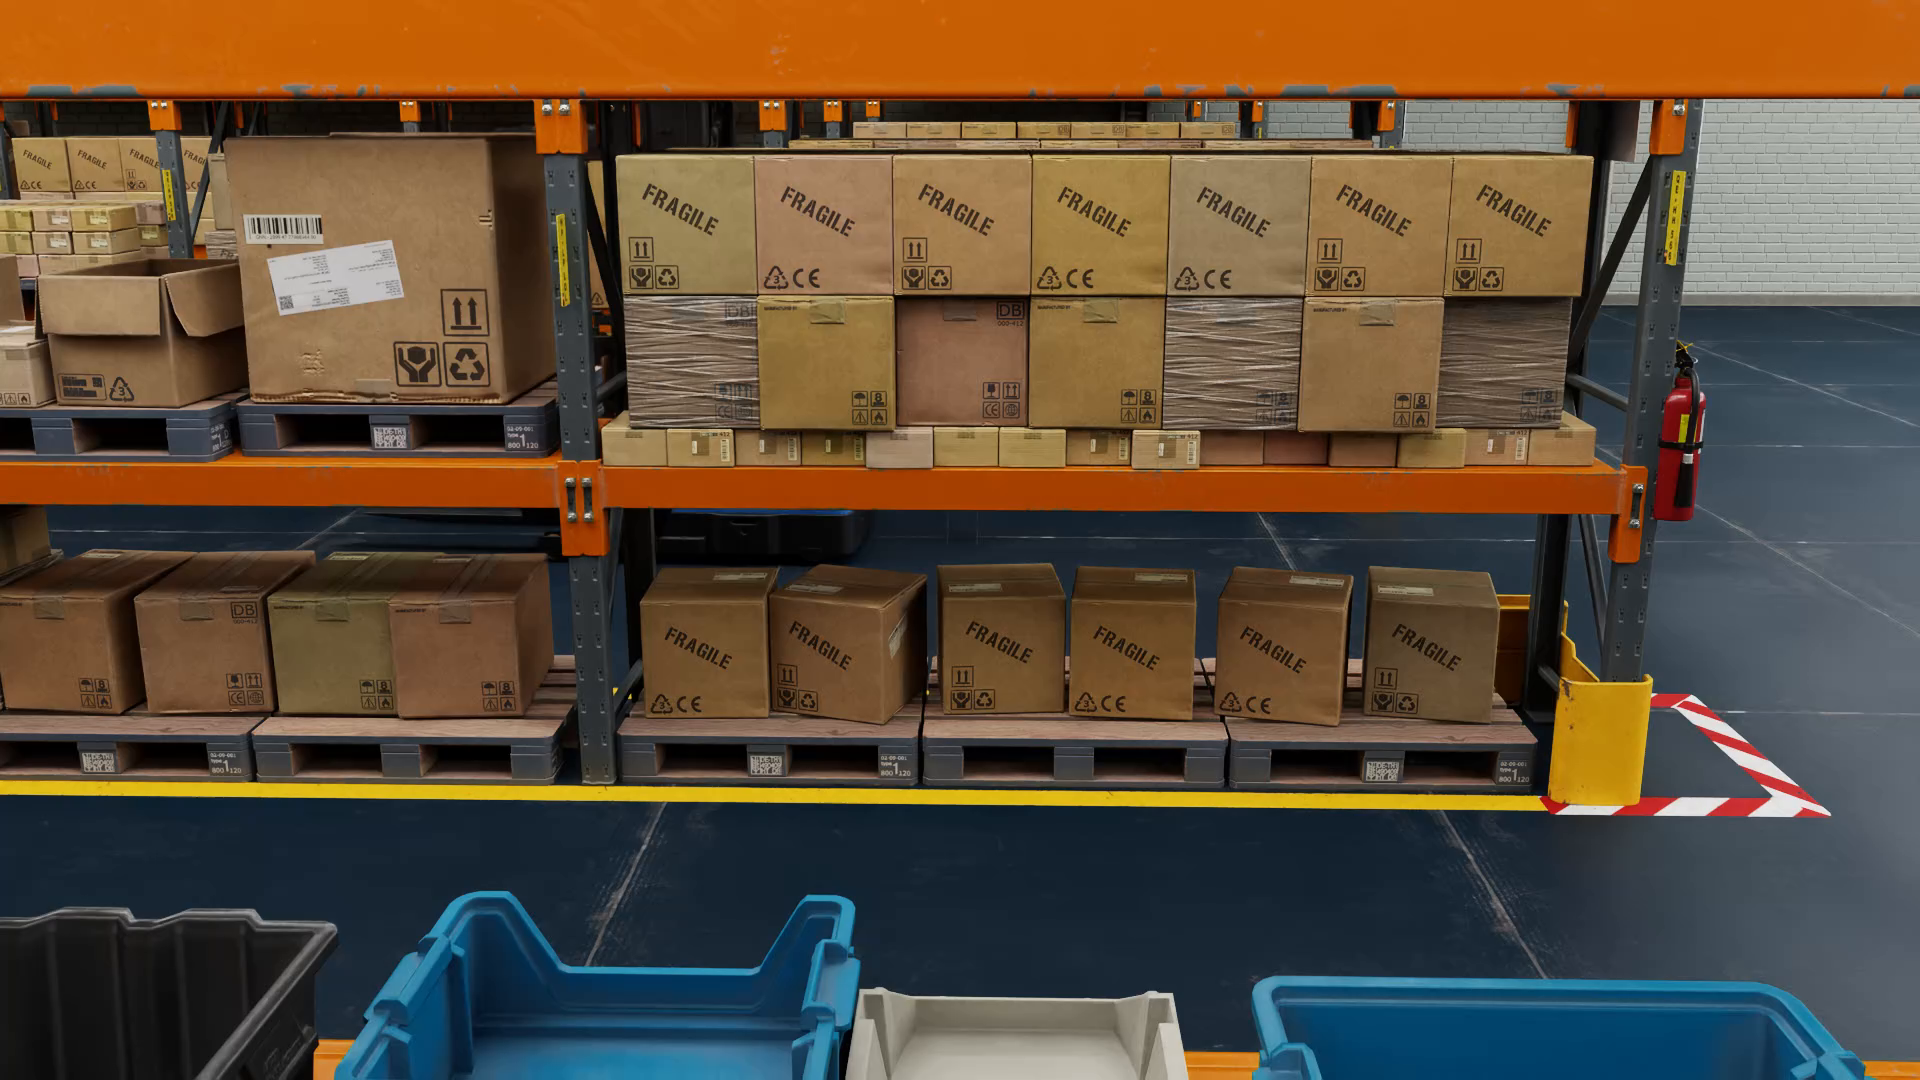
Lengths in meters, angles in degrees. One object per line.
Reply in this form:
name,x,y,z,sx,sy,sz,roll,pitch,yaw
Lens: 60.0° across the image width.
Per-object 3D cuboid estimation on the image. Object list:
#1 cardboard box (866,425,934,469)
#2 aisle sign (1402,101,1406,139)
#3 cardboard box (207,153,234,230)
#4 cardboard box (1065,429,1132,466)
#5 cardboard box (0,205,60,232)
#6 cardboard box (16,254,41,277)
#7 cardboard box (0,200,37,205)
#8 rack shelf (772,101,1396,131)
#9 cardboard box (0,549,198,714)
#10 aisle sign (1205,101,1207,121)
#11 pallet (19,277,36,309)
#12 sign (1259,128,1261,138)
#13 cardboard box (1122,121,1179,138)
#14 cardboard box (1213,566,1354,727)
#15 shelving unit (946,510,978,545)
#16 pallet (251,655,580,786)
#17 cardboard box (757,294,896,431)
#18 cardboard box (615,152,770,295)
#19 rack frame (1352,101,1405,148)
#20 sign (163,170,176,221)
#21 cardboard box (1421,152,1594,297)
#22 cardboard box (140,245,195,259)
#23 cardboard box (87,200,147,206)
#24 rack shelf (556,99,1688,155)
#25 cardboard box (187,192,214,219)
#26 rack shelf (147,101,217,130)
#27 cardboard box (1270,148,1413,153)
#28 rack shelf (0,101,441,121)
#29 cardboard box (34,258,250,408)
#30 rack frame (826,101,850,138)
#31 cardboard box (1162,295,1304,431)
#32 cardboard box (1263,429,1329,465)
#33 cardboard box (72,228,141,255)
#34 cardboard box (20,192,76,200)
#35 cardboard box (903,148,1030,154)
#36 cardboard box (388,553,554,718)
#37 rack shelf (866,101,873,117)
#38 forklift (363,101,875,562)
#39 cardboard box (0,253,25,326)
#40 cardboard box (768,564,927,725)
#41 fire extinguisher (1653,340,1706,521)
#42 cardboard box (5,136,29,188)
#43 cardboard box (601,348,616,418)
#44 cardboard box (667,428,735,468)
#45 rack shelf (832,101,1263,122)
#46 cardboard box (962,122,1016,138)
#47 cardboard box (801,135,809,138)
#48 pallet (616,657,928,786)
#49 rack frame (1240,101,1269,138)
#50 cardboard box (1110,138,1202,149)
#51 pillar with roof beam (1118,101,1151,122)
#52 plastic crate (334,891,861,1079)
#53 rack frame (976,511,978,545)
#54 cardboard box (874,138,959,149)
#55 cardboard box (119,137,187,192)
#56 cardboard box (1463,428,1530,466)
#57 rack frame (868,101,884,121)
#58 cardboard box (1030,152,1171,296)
cardboard box,-0.223,-0.386,6.415,0.250,0.149,0.380,0,15,1
aisle sign,2.860,-3.015,10.790,0.004,0.787,0.394,0,15,1
cardboard box,-4.752,-2.413,11.450,0.500,0.500,0.700,0,15,1
cardboard box,0.528,-0.400,6.470,0.250,0.149,0.380,0,15,1
cardboard box,-6.215,-2.146,11.097,0.250,0.149,0.380,1,15,3
cardboard box,-6.211,-1.858,11.171,0.250,0.149,0.380,1,15,2
cardboard box,-6.707,-2.315,11.739,0.250,0.149,0.380,1,15,4
rack shelf,0.797,-2.950,11.172,4.000,0.370,1.077,0,15,1
cardboard box,-3.636,0.375,7.076,0.500,0.500,0.700,2,15,6
aisle sign,3.003,-5.545,20.381,0.004,0.787,0.394,0,15,1
pallet,-5.916,-1.771,11.550,1.003,0.211,1.213,0,15,1
sign,2.788,-3.669,15.477,0.005,0.325,0.100,0,15,1
cardboard box,1.800,-3.726,15.844,0.500,0.500,0.700,1,15,2
cardboard box,1.347,0.432,6.900,0.500,0.500,0.500,4,15,16
shelving unit,0.014,-0.580,10.187,0.189,1.200,0.258,0,15,1
pallet,-2.208,0.747,7.094,1.213,0.211,1.003,0,15,1
cardboard box,-0.483,-0.758,6.552,0.500,0.500,0.875,0,15,1
cardboard box,-0.986,-1.204,6.285,0.500,0.500,0.500,0,15,1
rack frame,2.797,-1.835,11.413,0.127,3.000,1.000,0,15,1
sign,-5.205,-2.270,10.949,0.005,0.325,0.100,0,15,1
cardboard box,2.013,-1.186,6.218,0.500,0.500,0.500,0,15,1
cardboard box,-5.643,-2.023,11.796,0.250,0.149,0.380,0,15,1
cardboard box,-5.927,-2.309,11.716,0.250,0.149,0.380,0,15,0
rack shelf,0.570,-1.686,6.380,4.000,0.370,1.077,0,15,1
cardboard box,-7.210,-3.261,16.134,0.500,0.250,0.500,0,15,0
rack shelf,-7.200,-3.002,11.369,4.000,0.370,1.077,0,15,1
cardboard box,1.526,-1.324,6.739,0.500,0.500,0.500,0,15,1
rack shelf,-7.175,-4.265,16.157,4.000,0.370,1.077,0,15,1
cardboard box,-3.165,-0.837,6.607,0.637,0.503,0.797,2,15,7
rack frame,-1.177,-3.124,16.299,0.127,3.000,1.000,0,15,1
cardboard box,1.018,-0.760,6.561,0.500,0.500,0.875,0,15,1
cardboard box,1.279,-0.406,6.492,0.250,0.149,0.380,0,15,1
cardboard box,-5.706,-1.999,11.124,0.250,0.149,0.380,1,15,3
cardboard box,-8.741,-3.270,16.169,0.500,0.250,0.500,0,15,0
cardboard box,0.027,-1.333,6.773,0.500,0.500,0.500,0,15,1
cardboard box,-2.043,0.390,7.019,0.500,0.500,0.700,-1,15,-3
rack shelf,-3.053,-5.505,20.856,4.000,0.370,1.077,0,15,1
forklift,-2.088,-1.420,9.976,3.031,2.935,1.130,1,15,4
cardboard box,-4.327,-0.902,6.861,0.500,0.500,0.700,3,15,10
cardboard box,-0.458,0.424,6.930,0.500,0.500,0.500,5,16,19
fire extinguisher,2.672,-0.415,6.183,0.183,0.674,0.296,0,15,1
cardboard box,-9.644,-3.772,16.602,0.500,0.500,0.500,0,15,2
cardboard box,-2.789,-0.964,11.701,0.750,0.750,1.050,0,15,1
cardboard box,-0.973,-0.392,6.438,0.250,0.149,0.380,0,15,1
rack shelf,0.823,-4.213,15.959,4.000,0.370,1.077,0,15,1
cardboard box,0.269,-3.722,15.828,0.500,0.500,0.700,0,15,0
cardboard box,-1.638,-3.926,16.466,0.250,0.149,0.380,0,15,1
pallet,-0.758,0.747,7.094,1.213,0.211,1.003,0,15,1
rack frame,2.822,-3.098,16.201,0.127,3.000,1.000,0,15,1
cardboard box,1.318,-2.460,11.373,0.550,0.550,0.875,0,15,1
pillar with roof beam,2.162,-6.401,16.960,0.400,9.000,9.100,0,15,1
plastic crate,-0.443,0.677,2.187,0.616,0.251,0.499,0,15,1
rack frame,0.106,-0.579,10.184,0.006,1.200,0.240,0,15,1
cardboard box,-0.281,-2.470,11.412,0.550,0.550,0.875,0,15,1
cardboard box,-7.731,-3.631,16.067,0.500,0.500,0.500,0,15,0
cardboard box,2.029,-0.400,6.468,0.250,0.149,0.380,0,15,1
rack frame,-1.054,-4.389,21.097,0.127,3.000,1.000,0,15,1
cardboard box,0.513,-1.198,6.260,0.500,0.500,0.500,0,15,1
